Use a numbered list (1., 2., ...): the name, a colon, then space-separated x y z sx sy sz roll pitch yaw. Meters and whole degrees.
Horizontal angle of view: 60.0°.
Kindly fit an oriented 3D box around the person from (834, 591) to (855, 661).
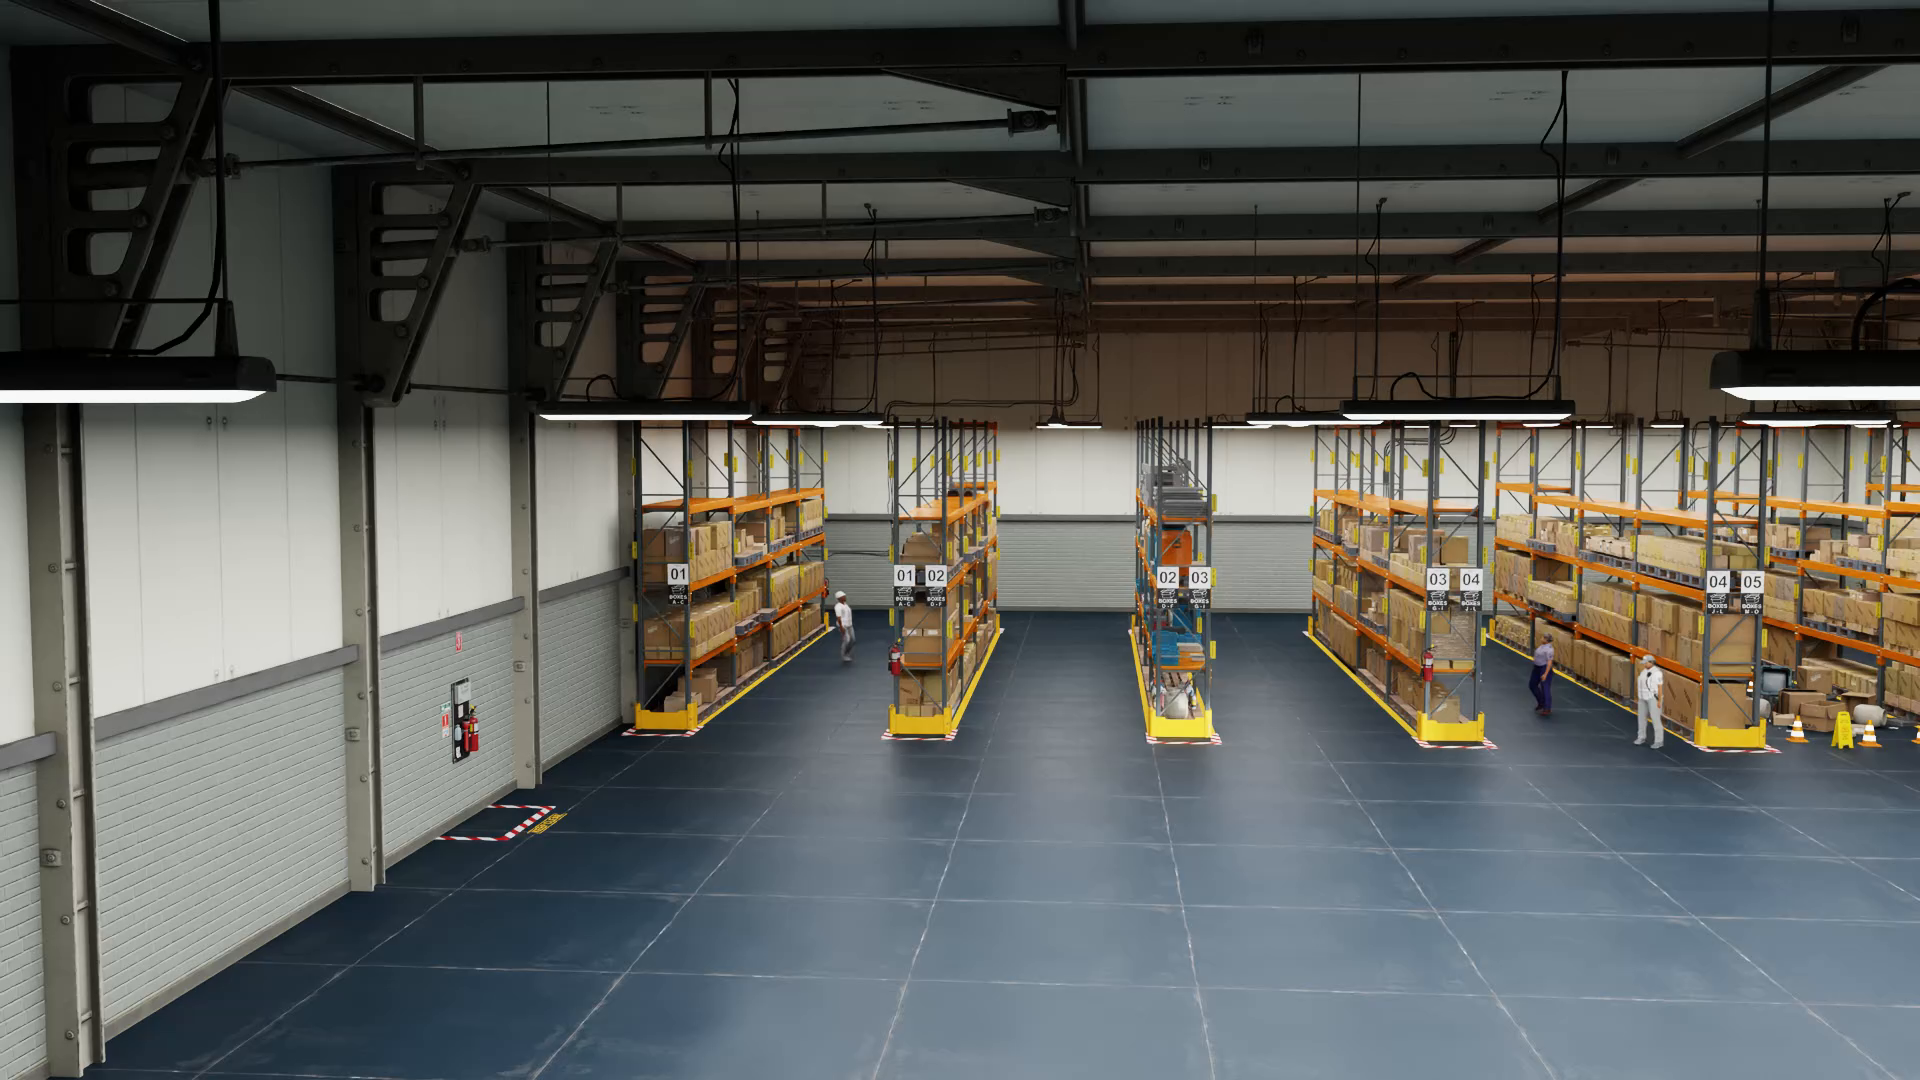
1. person: -2.850 2.149 41.367 0.502 1.753 0.653 2 4 33

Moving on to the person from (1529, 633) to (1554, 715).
1. person: 11.844 2.710 33.785 0.418 1.657 0.589 -1 4 -16

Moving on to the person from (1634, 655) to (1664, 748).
1. person: 12.562 2.915 30.266 0.412 1.663 0.592 -1 4 -20
